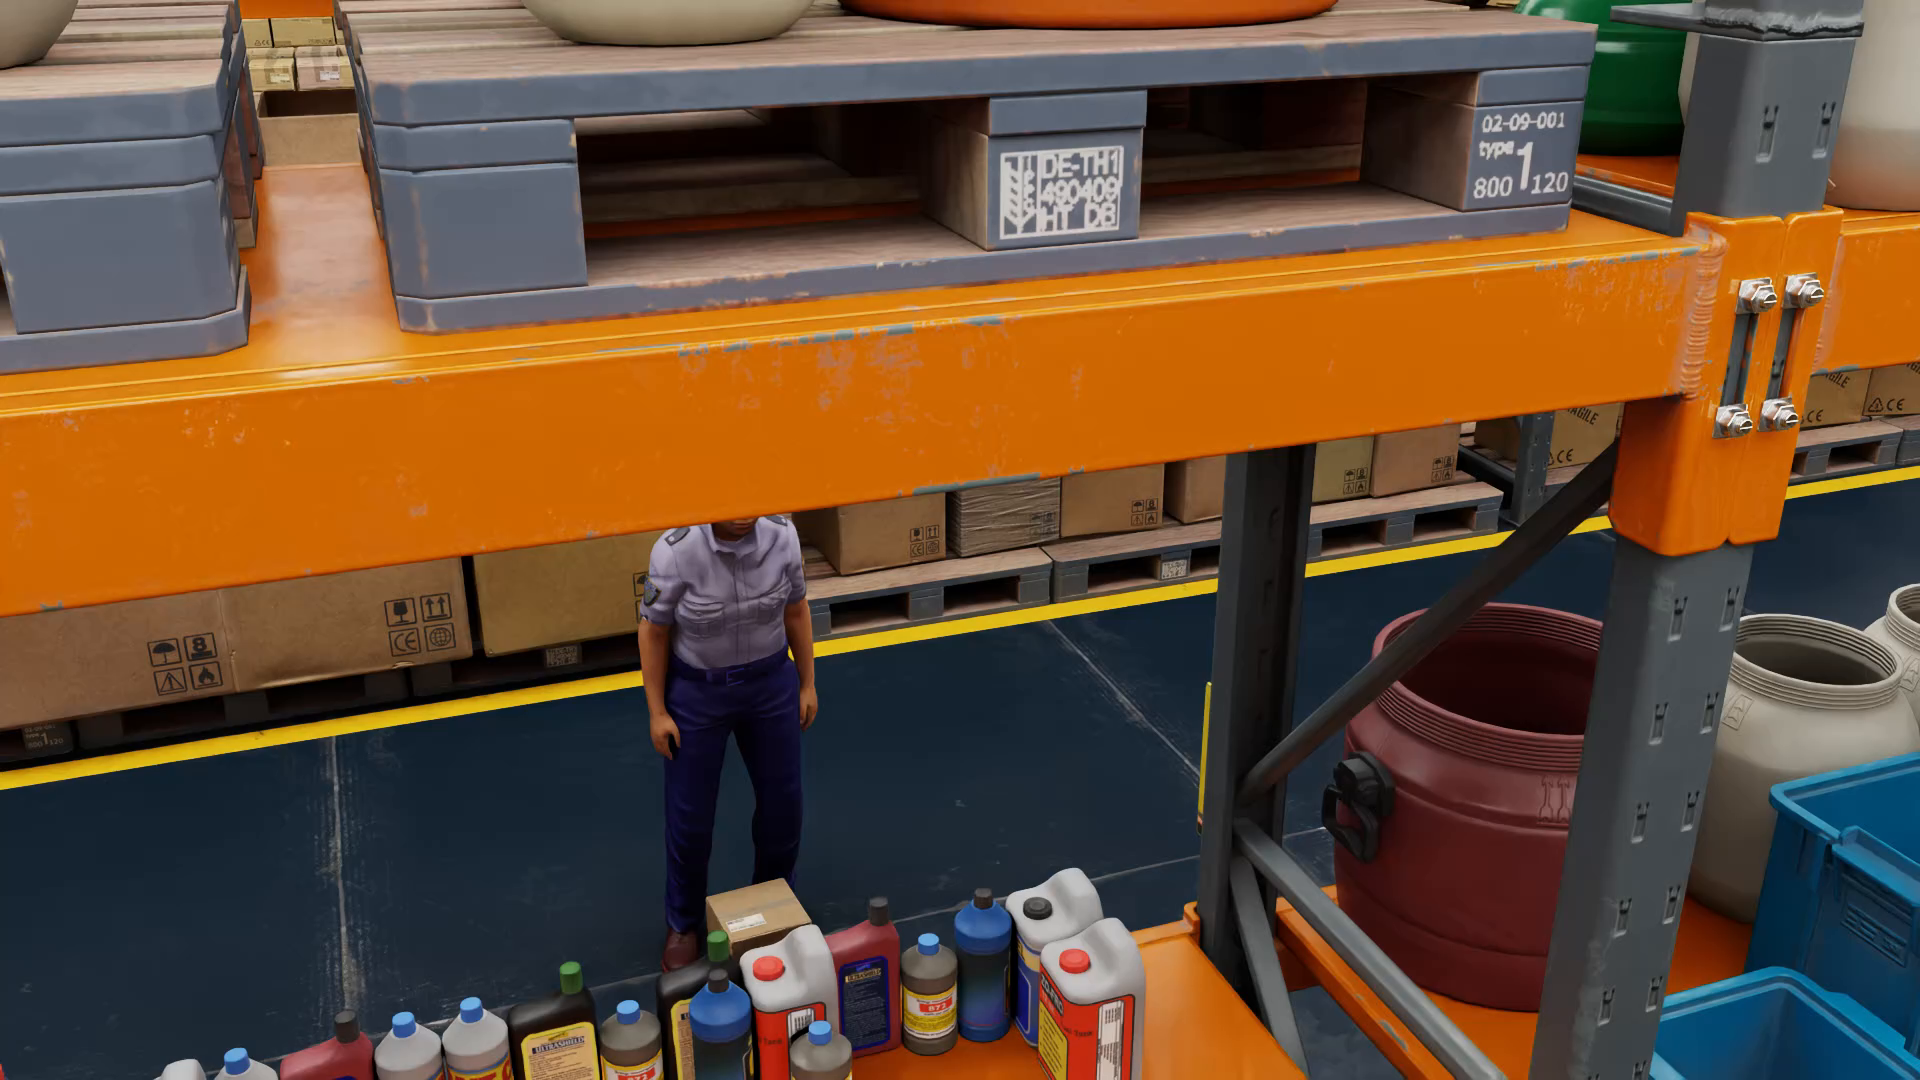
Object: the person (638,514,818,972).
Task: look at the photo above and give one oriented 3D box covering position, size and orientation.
[{"bbox_3d":[-0.689,0.485,4.945,0.561,1.651,0.377,-10,25,-22],"label":"person"}]
